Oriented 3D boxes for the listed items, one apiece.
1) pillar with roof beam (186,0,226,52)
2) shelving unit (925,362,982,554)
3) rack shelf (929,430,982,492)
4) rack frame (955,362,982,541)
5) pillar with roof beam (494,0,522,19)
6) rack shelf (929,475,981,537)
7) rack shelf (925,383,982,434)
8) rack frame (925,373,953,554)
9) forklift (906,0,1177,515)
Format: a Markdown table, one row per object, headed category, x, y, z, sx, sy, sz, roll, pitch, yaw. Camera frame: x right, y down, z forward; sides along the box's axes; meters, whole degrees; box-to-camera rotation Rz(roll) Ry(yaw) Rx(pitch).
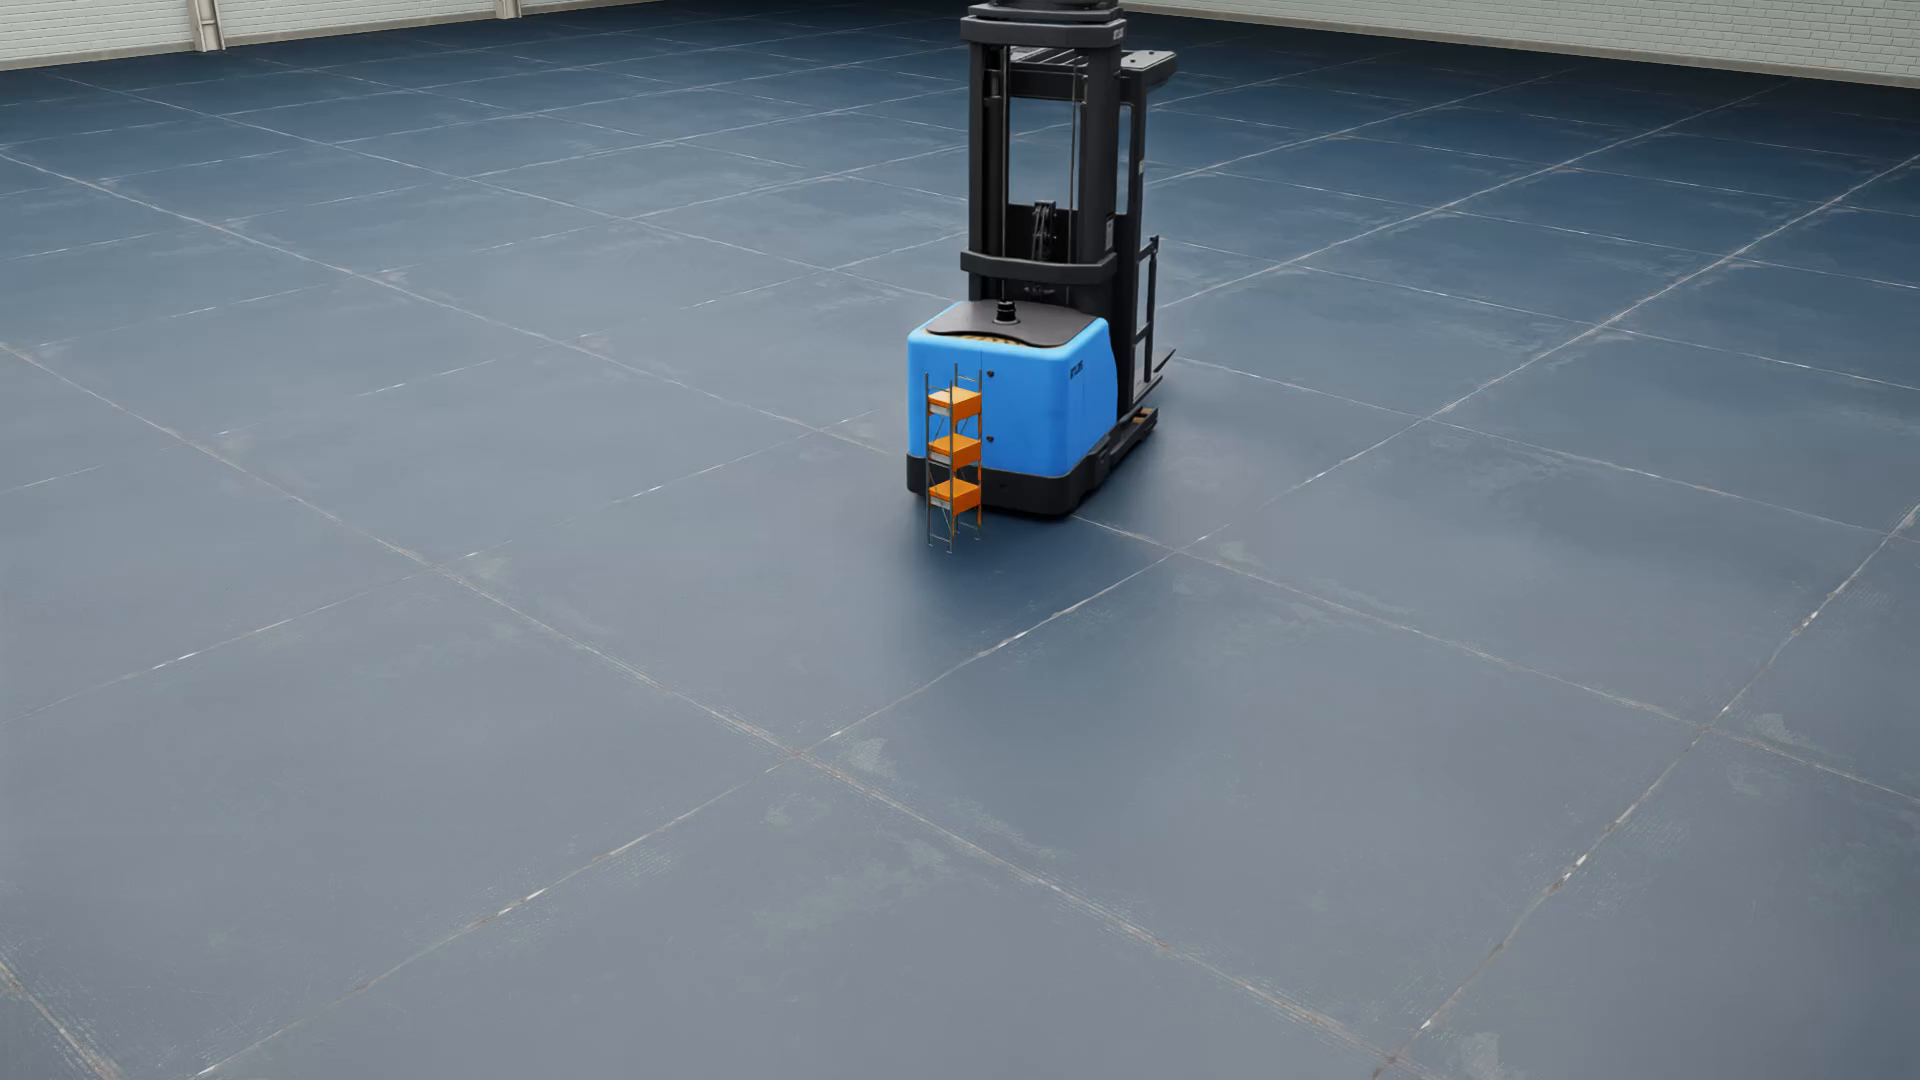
| category | x | y | z | sx | sy | sz | roll | pitch | yaw |
| --- | --- | --- | --- | --- | --- | --- | --- | --- | --- |
| pillar with roof beam | -9.639 | -11.333 | 24.028 | 9.100 | 9.000 | 0.400 | 20 | 31 | 38 |
| shelving unit | -0.036 | -0.463 | 9.499 | 0.215 | 1.050 | 0.252 | 20 | 31 | 38 |
| rack shelf | -0.036 | -0.453 | 9.503 | 0.215 | 0.259 | 0.240 | 20 | 31 | 38 |
| rack frame | 0.046 | -0.500 | 9.582 | 0.200 | 1.050 | 0.008 | 20 | 31 | 38 |
| pillar with roof beam | -5.634 | -13.161 | 28.105 | 9.100 | 9.000 | 0.400 | 20 | 31 | 38 |
| rack shelf | -0.036 | -0.199 | 9.617 | 0.215 | 0.259 | 0.240 | 20 | 31 | 38 |
| rack shelf | -0.036 | -0.712 | 9.387 | 0.215 | 0.259 | 0.240 | 20 | 31 | 38 |
| rack frame | -0.117 | -0.426 | 9.416 | 0.200 | 1.050 | 0.008 | 20 | 31 | 38 |
| forklift | 0.710 | -2.061 | 10.764 | 1.130 | 2.935 | 3.031 | 10 | 26 | 21 |
